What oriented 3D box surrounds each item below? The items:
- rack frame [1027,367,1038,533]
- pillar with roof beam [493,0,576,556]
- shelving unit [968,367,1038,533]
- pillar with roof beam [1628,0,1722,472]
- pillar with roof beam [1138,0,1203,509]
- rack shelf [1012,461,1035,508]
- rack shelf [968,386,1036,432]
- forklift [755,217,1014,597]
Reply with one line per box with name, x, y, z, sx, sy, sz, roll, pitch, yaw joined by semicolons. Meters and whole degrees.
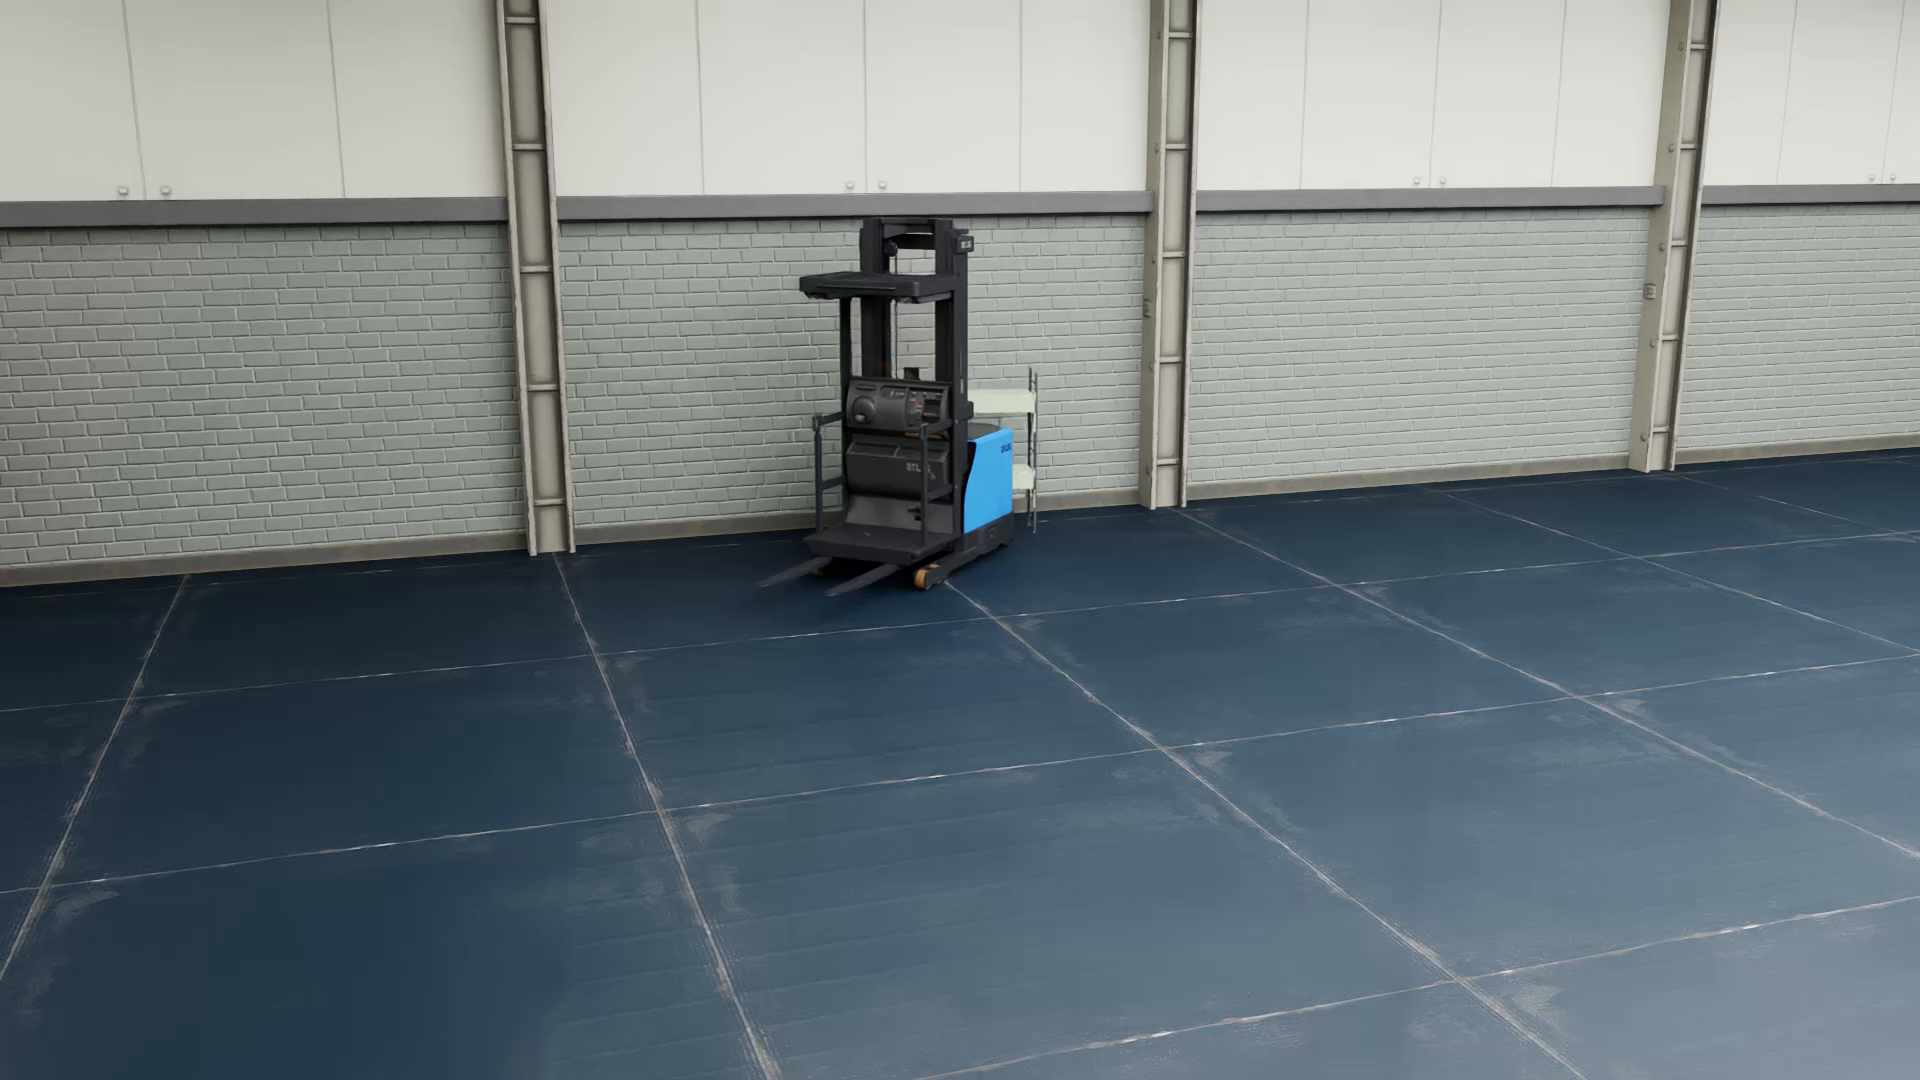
rack frame;0.677;-0.840;15.539;0.023;1.500;0.400;-2;13;-6
pillar with roof beam;-2.281;-3.344;9.861;0.400;9.000;9.100;-4;14;-18
shelving unit;0.313;-0.830;15.498;0.755;1.500;0.431;-2;13;-6
pillar with roof beam;9.092;-4.229;13.585;0.400;9.000;9.100;-4;14;-18
pillar with roof beam;3.406;-3.787;11.723;0.400;9.000;9.100;-4;14;-18
rack shelf;0.313;-0.513;15.573;0.720;0.370;0.431;-2;13;-6
rack shelf;0.313;-1.210;15.408;0.720;0.370;0.431;-2;13;-6
forklift;-0.615;-1.136;13.690;1.130;2.935;3.031;6;15;25
